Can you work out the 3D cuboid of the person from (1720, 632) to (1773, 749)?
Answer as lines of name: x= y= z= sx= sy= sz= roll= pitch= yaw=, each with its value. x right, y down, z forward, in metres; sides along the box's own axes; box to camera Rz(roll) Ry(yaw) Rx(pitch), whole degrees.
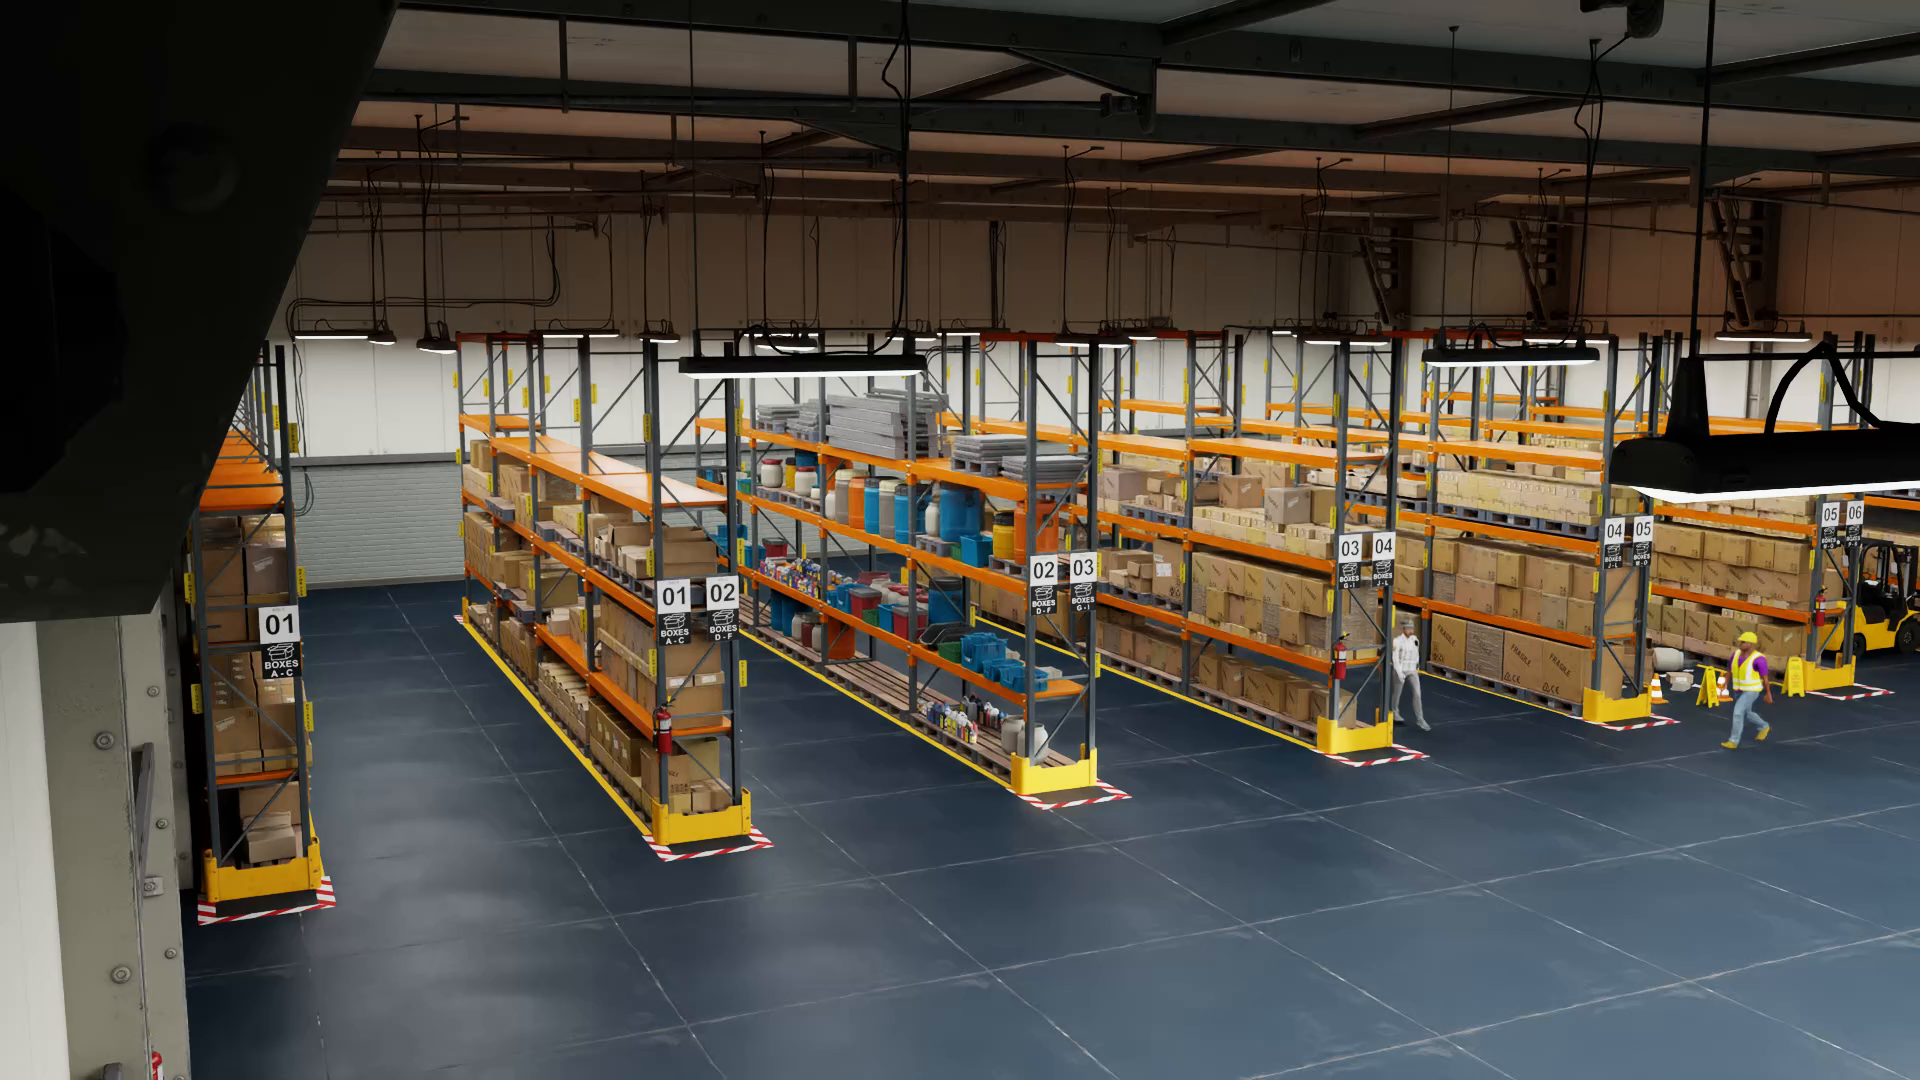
person: x=11.599 y=2.195 z=24.470 sx=1.068 sy=1.715 sz=0.623 roll=-3 pitch=8 yaw=-20

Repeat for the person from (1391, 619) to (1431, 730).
person: x=6.927 y=2.042 z=25.696 sx=0.512 sy=1.657 sz=0.839 roll=-1 pitch=8 yaw=-10

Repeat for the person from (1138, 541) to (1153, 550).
person: x=5.110 y=-0.573 z=45.172 sx=0.883 sy=1.617 sz=0.444 roll=-6 pitch=10 yaw=-38
